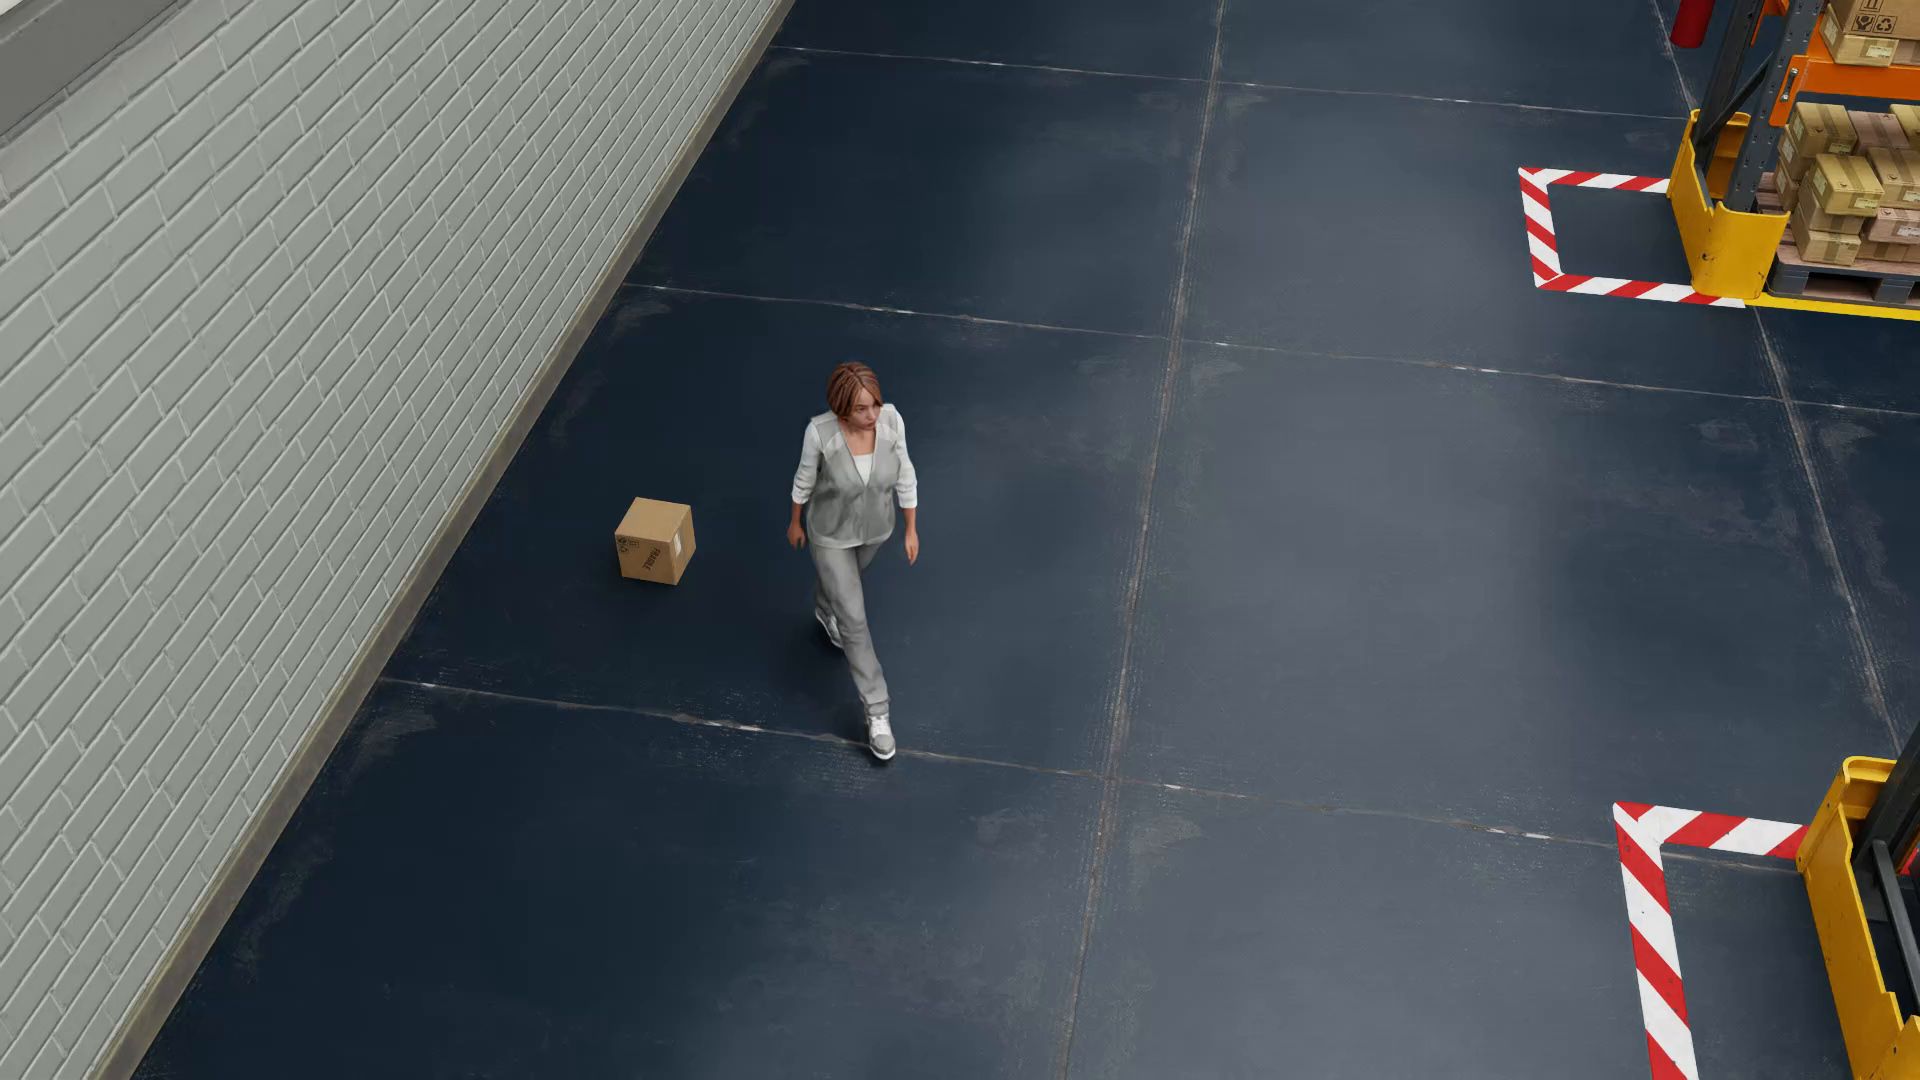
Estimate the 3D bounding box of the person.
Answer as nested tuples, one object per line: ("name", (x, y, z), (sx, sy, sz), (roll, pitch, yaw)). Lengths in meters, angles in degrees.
("person", (-0.385, -0.285, 6.007), (0.444, 0.918, 0.362), (-20, 45, -22))
